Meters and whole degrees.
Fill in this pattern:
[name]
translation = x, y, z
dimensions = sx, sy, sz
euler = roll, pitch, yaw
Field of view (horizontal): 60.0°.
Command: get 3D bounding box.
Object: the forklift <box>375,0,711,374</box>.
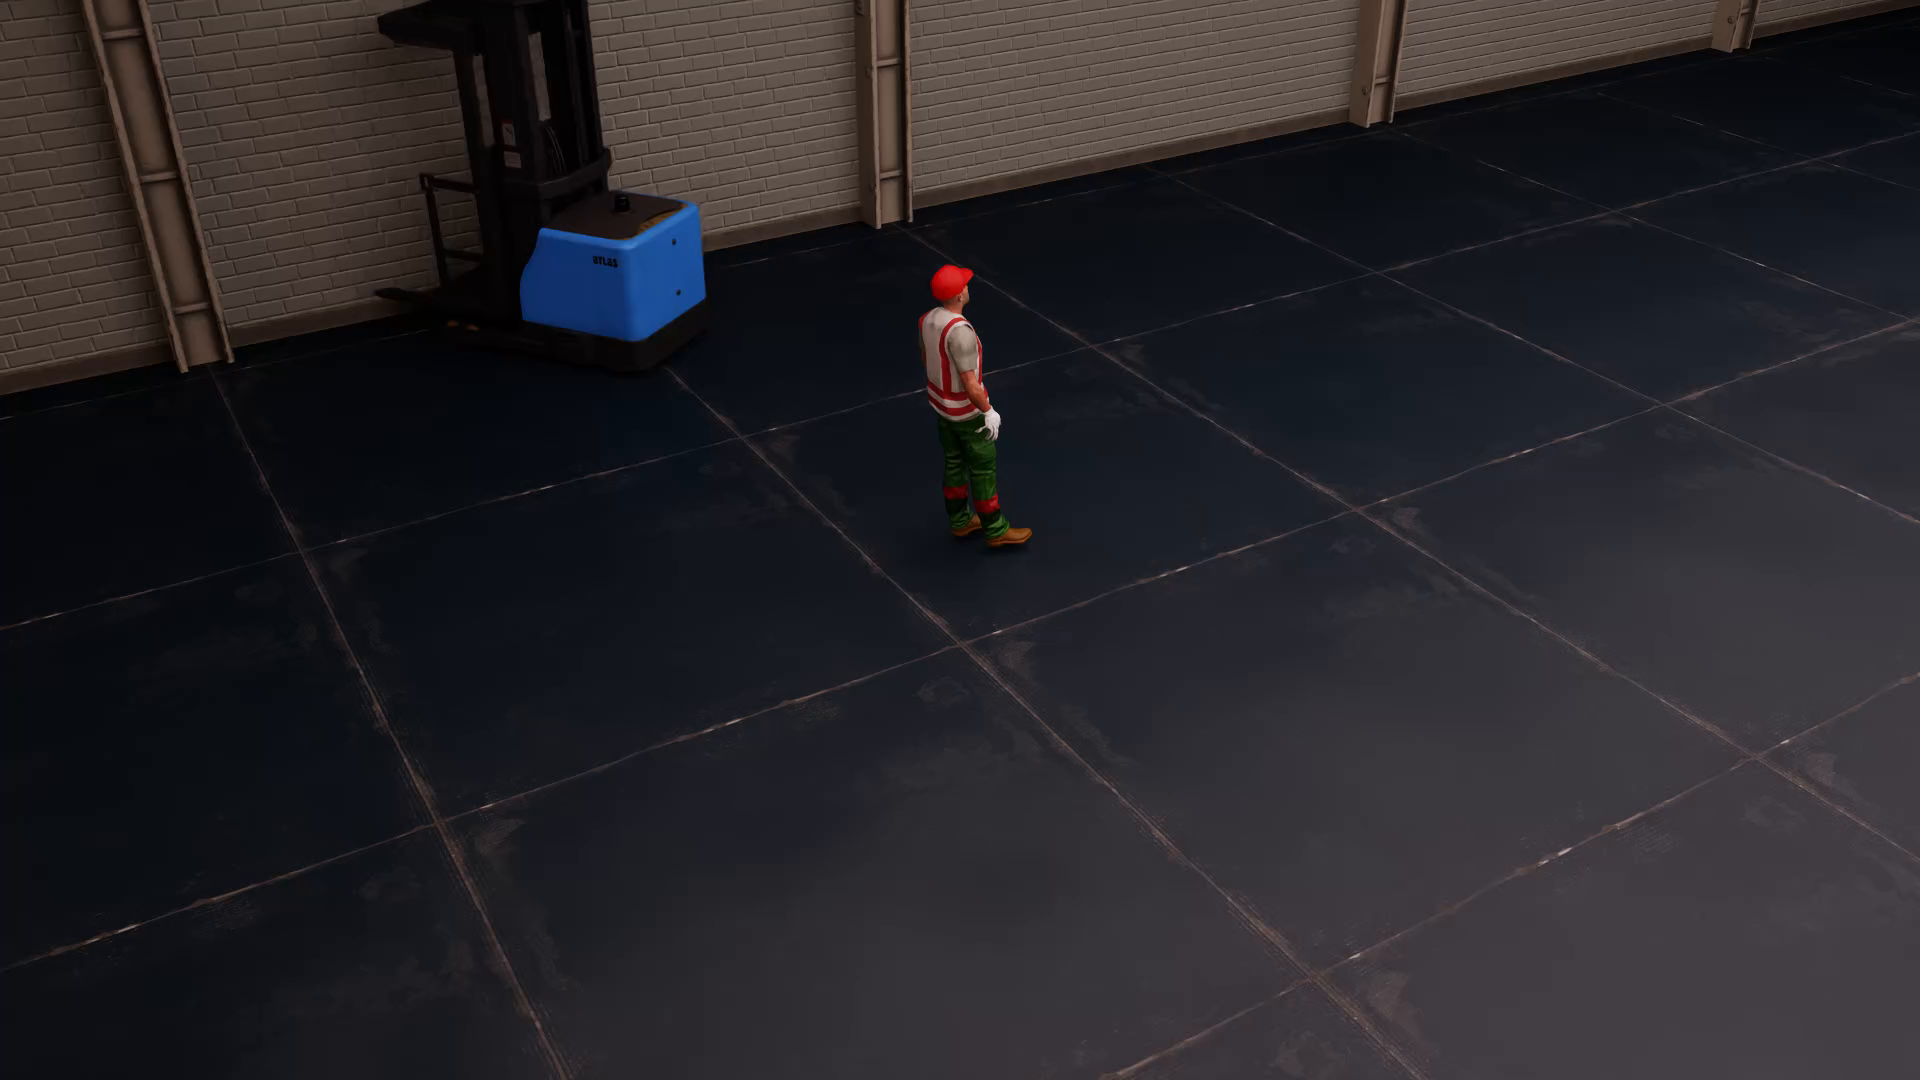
[forklift]
translation = -3.543, -3.004, 12.664
dimensions = 3.031, 2.935, 1.130
euler = 13, 33, 20

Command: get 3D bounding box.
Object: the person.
[person]
translation = 0.075, -0.824, 10.042
dimensions = 0.564, 1.787, 0.637
euler = -17, 35, -26
